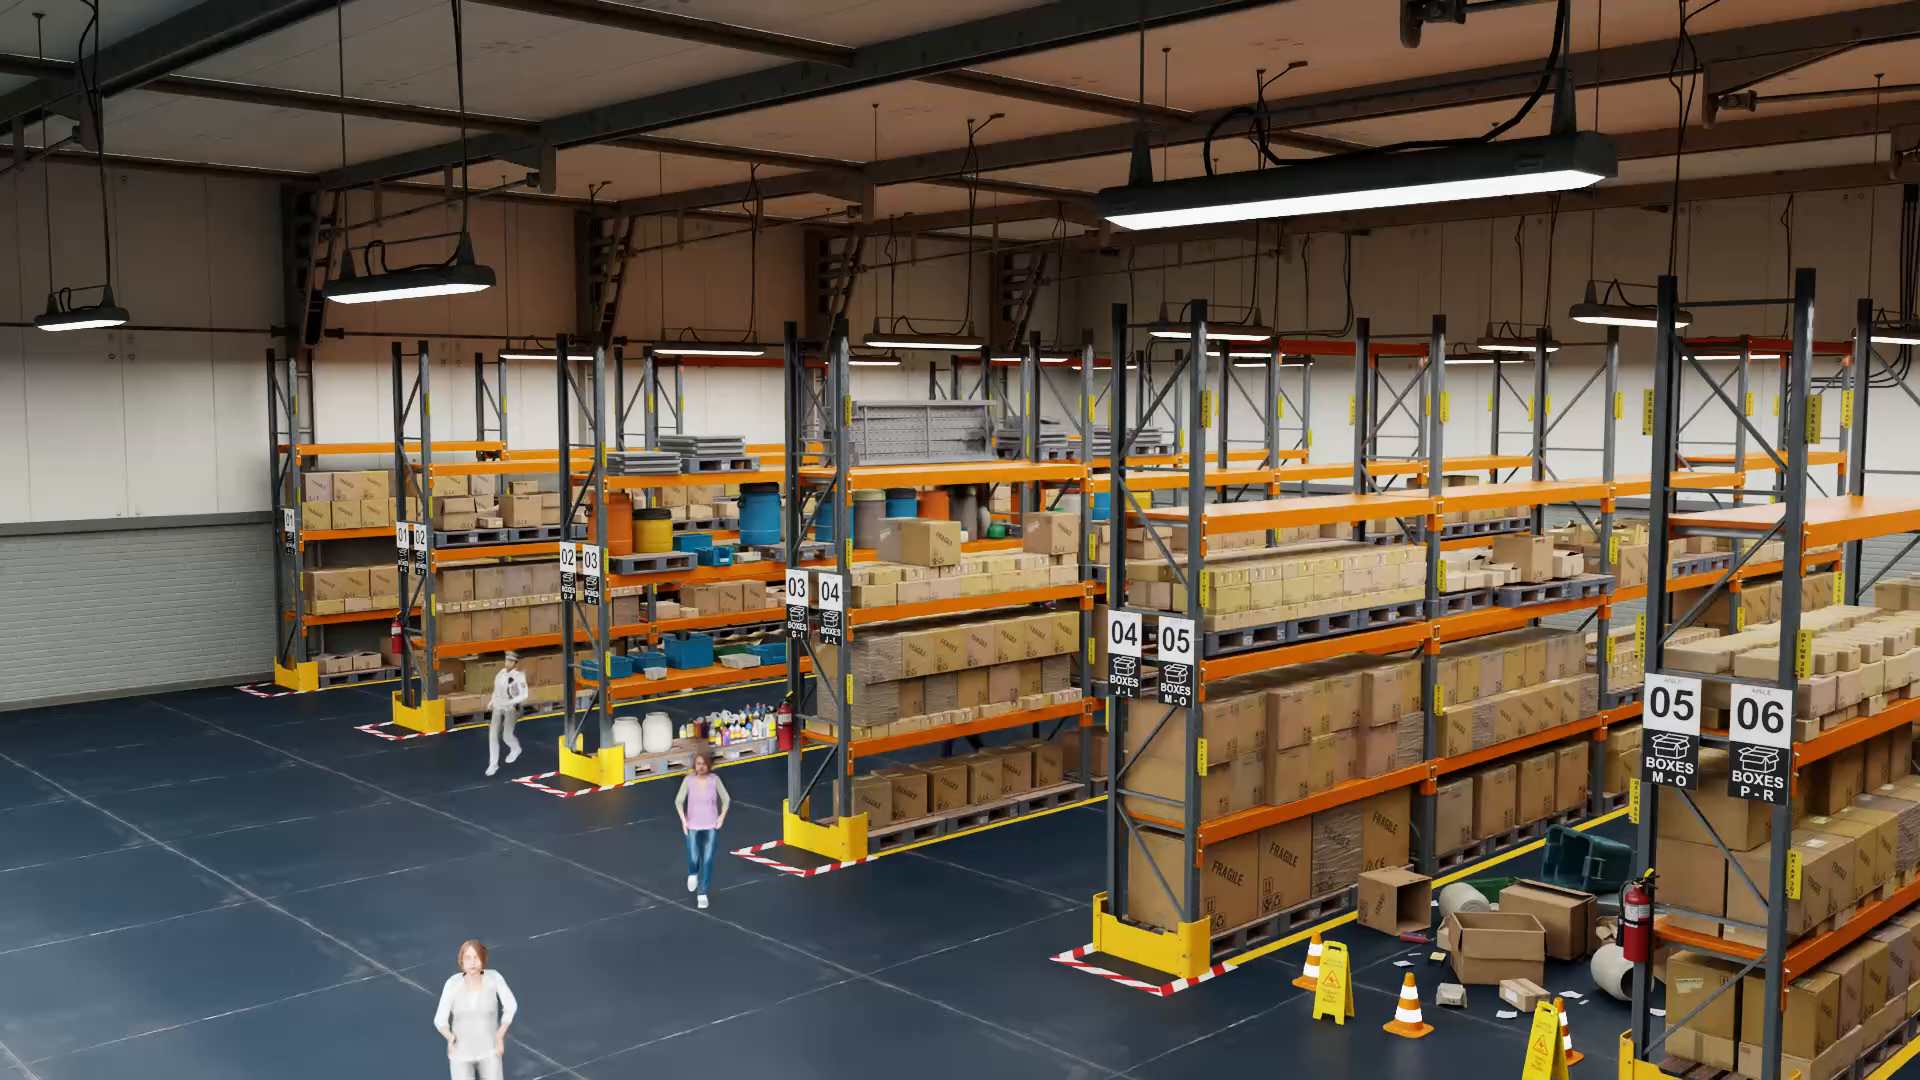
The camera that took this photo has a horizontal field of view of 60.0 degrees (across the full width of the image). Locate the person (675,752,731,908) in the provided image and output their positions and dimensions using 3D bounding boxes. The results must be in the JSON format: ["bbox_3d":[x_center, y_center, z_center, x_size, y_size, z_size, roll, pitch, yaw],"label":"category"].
[{"bbox_3d":[-2.618,2.928,16.958,0.557,1.574,0.539,-1,5,-11],"label":"person"}]

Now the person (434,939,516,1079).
[{"bbox_3d":[-3.222,3.431,11.070,0.530,1.553,0.552,-1,5,-14],"label":"person"}]

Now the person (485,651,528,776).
[{"bbox_3d":[-6.207,2.359,22.942,0.632,1.696,0.785,1,5,16],"label":"person"}]

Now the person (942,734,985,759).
[{"bbox_3d":[-0.001,2.345,22.921,0.599,1.638,0.919,4,6,36],"label":"person"}]
